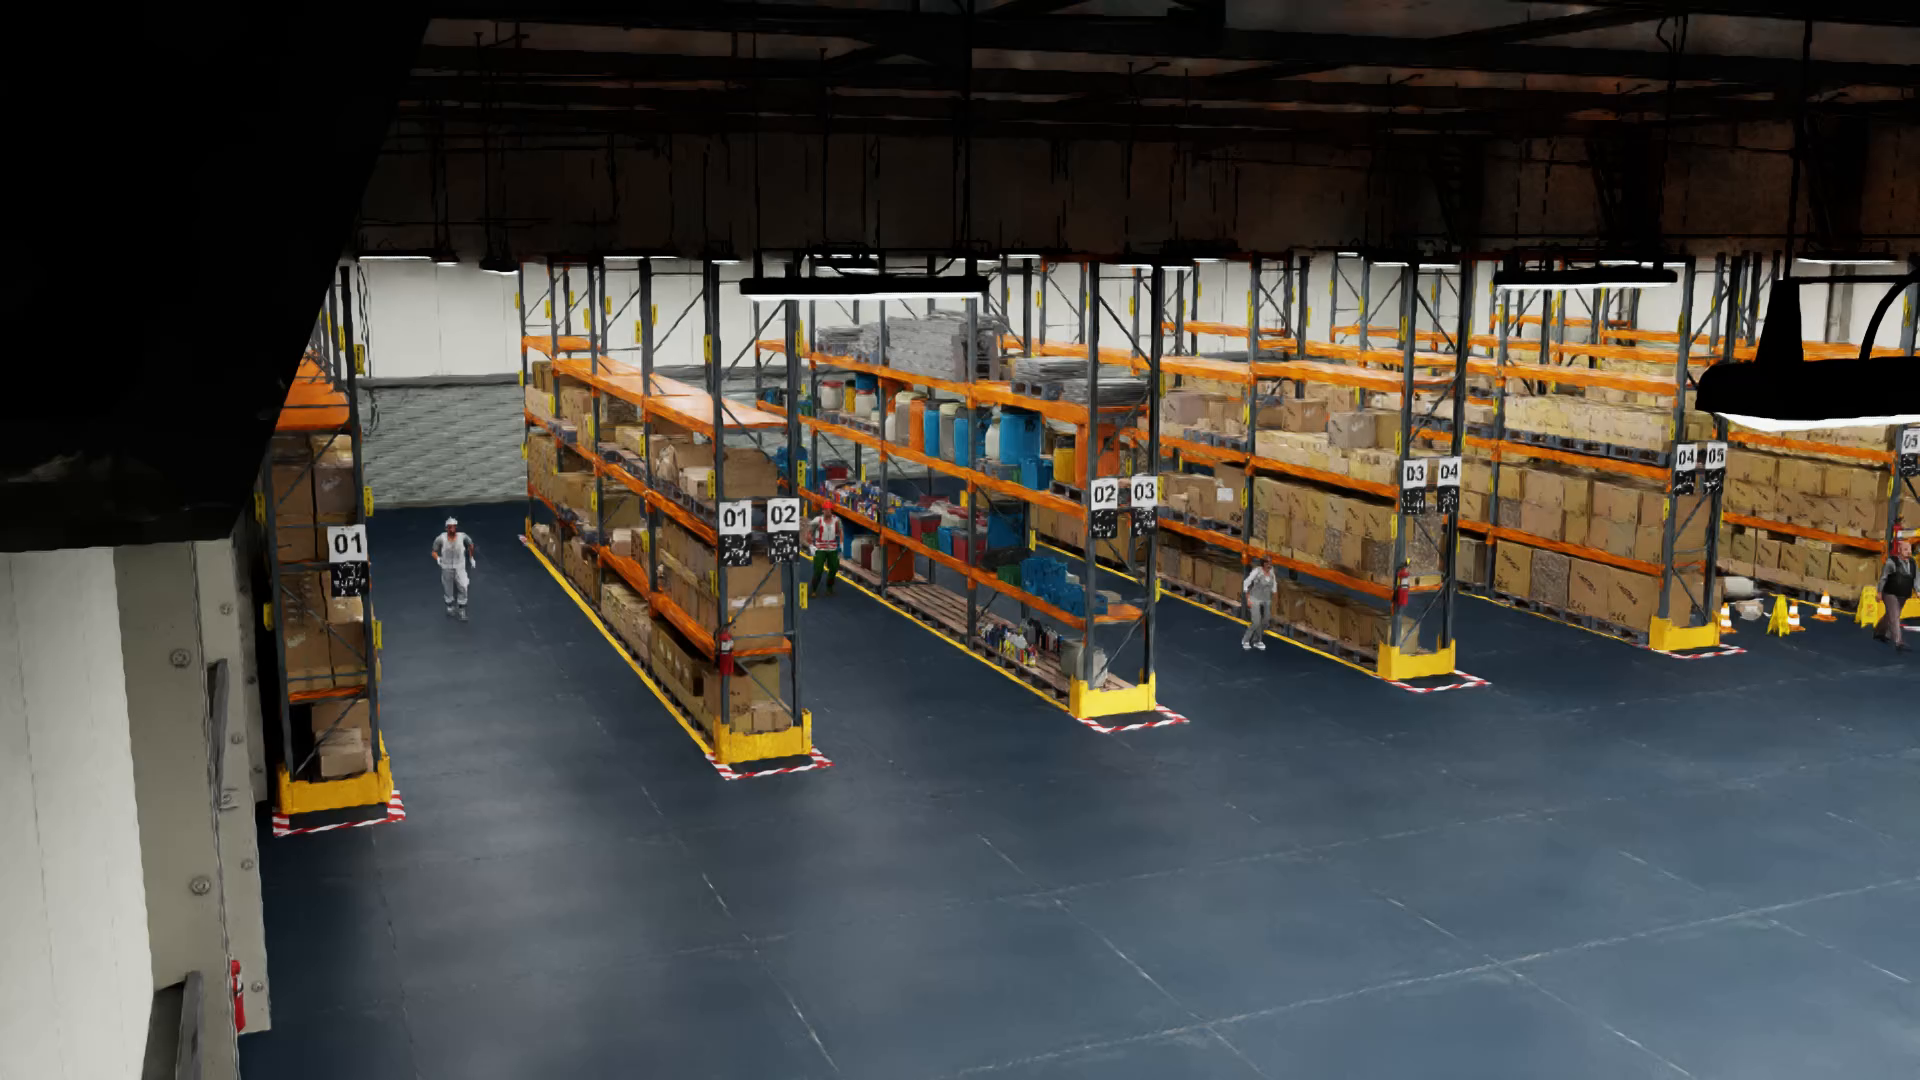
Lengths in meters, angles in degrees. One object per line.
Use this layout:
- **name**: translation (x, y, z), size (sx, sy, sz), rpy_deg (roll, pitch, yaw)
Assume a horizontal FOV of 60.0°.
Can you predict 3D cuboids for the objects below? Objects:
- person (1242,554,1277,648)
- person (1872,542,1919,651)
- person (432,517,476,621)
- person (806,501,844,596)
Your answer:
- **person**: translation (4.613, 0.938, 25.641), size (0.566, 1.531, 0.519), rpy_deg (-5, 11, -24)
- **person**: translation (14.550, 0.842, 25.747), size (0.540, 1.661, 1.021), rpy_deg (-2, 11, -13)
- **person**: translation (-8.442, 0.451, 27.772), size (0.703, 1.722, 0.835), rpy_deg (-3, 11, -17)
- **person**: translation (-2.369, 0.156, 29.397), size (0.677, 1.742, 0.547), rpy_deg (-4, 11, -22)
